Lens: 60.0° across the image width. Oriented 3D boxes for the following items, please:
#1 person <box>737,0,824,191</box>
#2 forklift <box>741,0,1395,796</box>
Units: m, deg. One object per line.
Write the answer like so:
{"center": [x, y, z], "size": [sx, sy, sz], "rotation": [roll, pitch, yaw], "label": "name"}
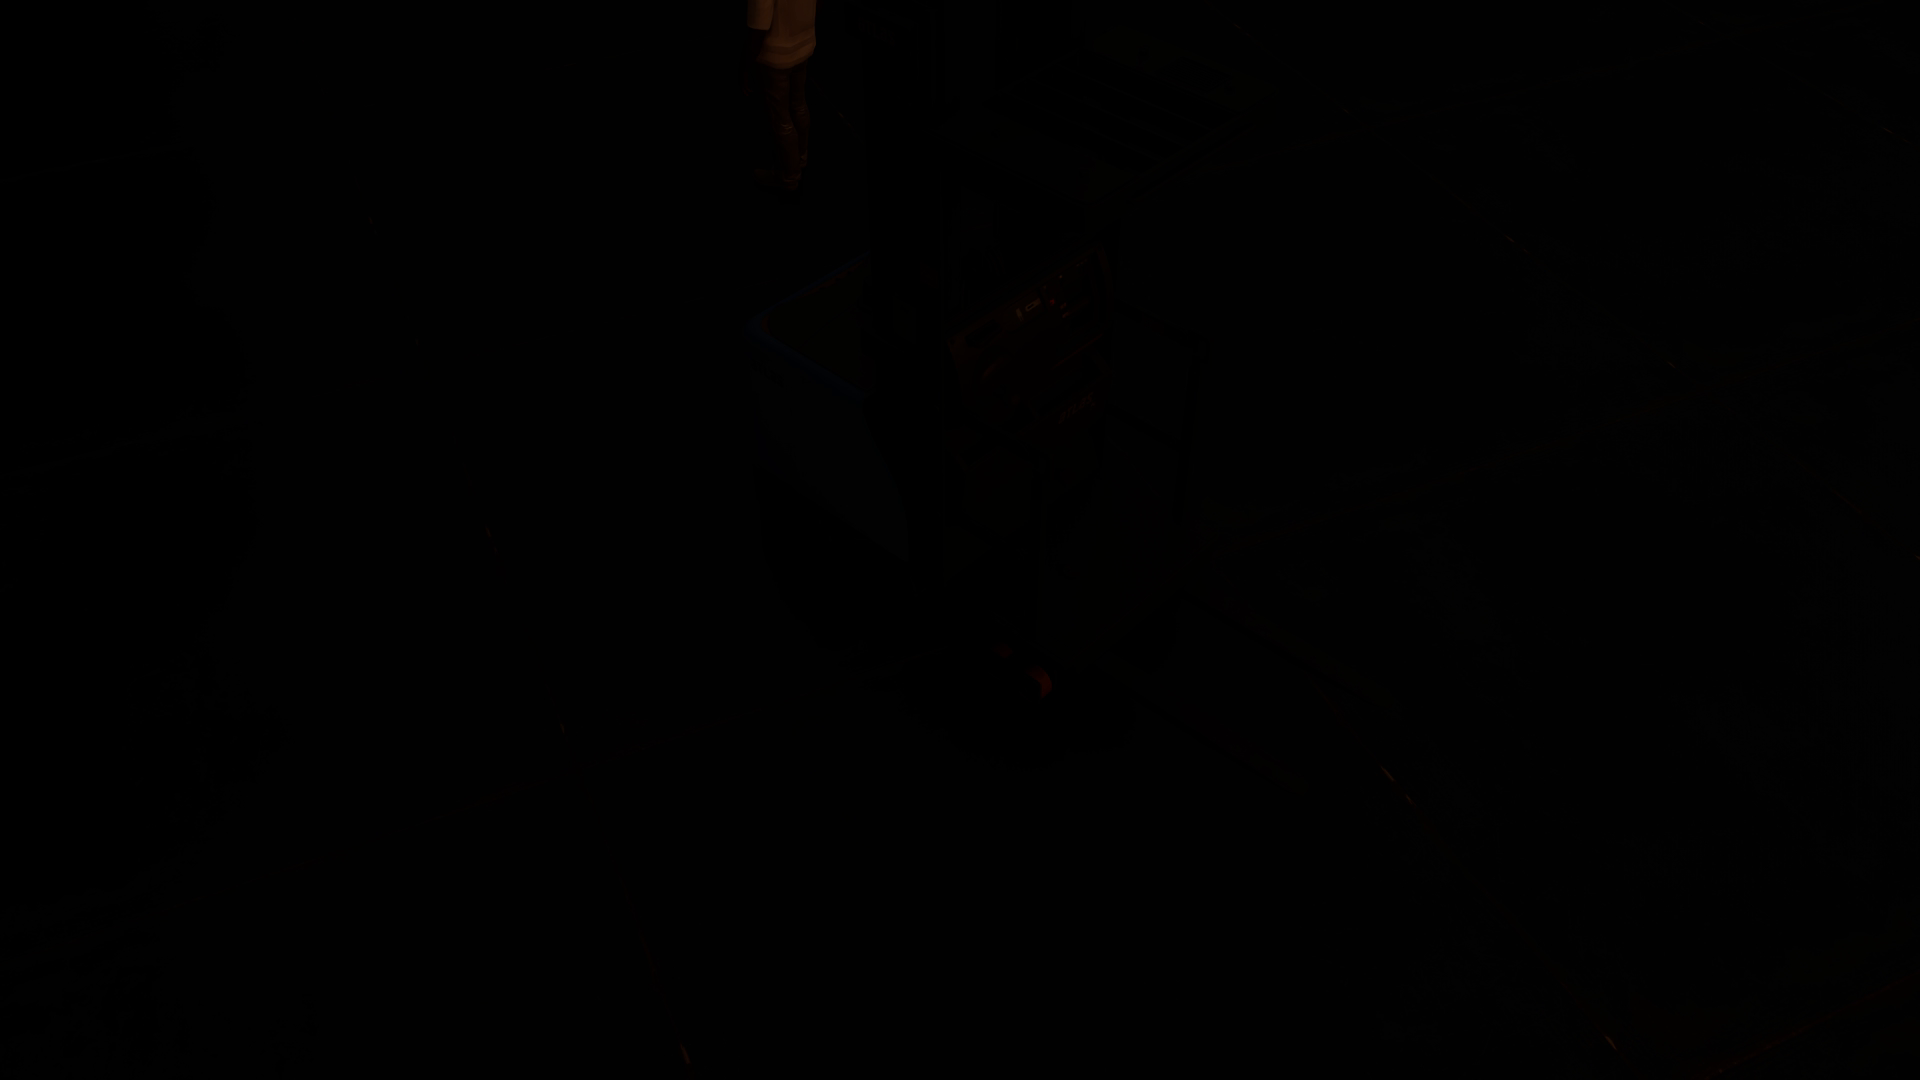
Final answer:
{"center": [-1.089, -2.832, 9.557], "size": [0.577, 1.765, 0.666], "rotation": [25, 49, 24], "label": "person"}
{"center": [0.445, -0.788, 6.525], "size": [3.031, 2.935, 1.130], "rotation": [32, 52, 30], "label": "forklift"}
